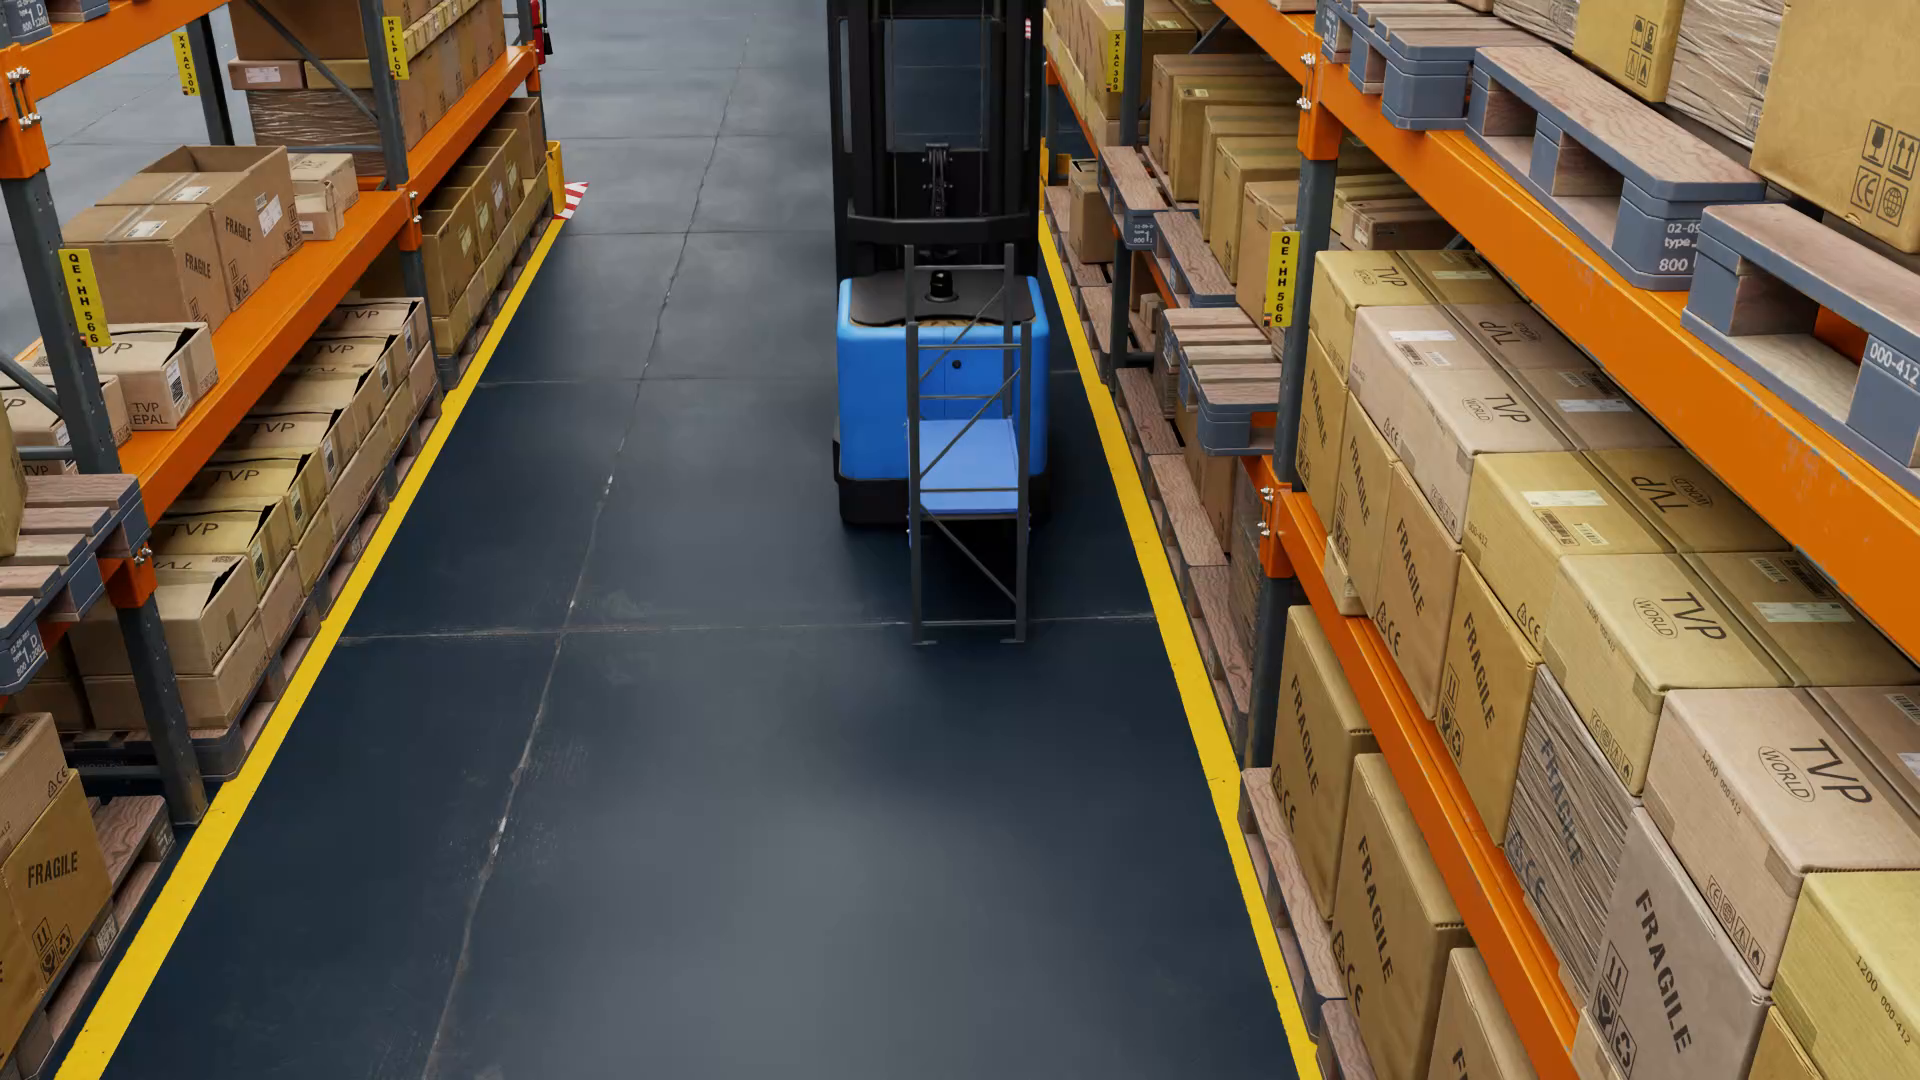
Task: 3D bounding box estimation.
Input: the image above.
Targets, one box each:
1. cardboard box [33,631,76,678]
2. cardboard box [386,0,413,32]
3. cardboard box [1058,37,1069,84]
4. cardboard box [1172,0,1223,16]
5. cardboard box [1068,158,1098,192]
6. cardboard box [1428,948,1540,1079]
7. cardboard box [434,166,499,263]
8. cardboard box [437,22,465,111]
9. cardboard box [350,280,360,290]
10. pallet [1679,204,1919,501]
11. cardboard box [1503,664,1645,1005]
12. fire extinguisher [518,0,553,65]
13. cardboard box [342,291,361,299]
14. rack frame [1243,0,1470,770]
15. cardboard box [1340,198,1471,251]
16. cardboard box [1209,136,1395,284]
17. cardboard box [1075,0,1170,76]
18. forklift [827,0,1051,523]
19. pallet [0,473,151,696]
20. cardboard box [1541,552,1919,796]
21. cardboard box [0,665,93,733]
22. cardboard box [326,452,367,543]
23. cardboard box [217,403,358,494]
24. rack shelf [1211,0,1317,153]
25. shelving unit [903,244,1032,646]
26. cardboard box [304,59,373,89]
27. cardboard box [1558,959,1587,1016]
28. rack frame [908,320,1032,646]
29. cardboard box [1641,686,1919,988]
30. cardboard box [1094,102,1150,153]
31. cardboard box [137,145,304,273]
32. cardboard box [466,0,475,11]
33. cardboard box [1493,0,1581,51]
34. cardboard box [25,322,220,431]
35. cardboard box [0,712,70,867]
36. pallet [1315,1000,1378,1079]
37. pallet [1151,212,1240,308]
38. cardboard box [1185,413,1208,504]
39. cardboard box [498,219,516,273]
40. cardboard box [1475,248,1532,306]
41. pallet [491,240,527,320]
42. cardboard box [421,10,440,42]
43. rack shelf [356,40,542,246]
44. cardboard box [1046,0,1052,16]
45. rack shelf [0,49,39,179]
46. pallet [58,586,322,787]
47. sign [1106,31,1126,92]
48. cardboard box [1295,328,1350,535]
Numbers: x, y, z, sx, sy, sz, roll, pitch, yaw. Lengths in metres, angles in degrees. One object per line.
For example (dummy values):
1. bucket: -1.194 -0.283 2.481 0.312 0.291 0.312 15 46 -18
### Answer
1. cardboard box: -3.615 0.272 6.397 0.500 0.311 0.500 -1 28 -1
2. cardboard box: -3.608 -3.181 9.594 0.700 0.500 0.500 -1 28 -3
3. cardboard box: 0.957 -3.326 11.524 0.500 0.250 0.500 -2 28 -3
4. cardboard box: 1.557 -2.980 10.051 0.500 0.500 0.500 -2 28 -3
5. cardboard box: 1.133 -2.773 12.755 0.500 0.311 0.500 -4 28 -8
6. cardboard box: 1.600 1.509 3.983 0.750 0.750 0.750 -1 28 -1
7. cardboard box: -3.315 -2.106 10.753 0.500 0.500 0.500 -1 28 -3
8. cardboard box: -3.665 -3.084 10.811 0.700 0.500 0.500 -1 28 -1
9. cardboard box: -3.808 -1.863 10.286 0.500 0.500 0.500 -1 28 -3
10. pallet: 1.716 -0.217 2.386 0.805 0.209 1.217 -2 28 -5
11. cardboard box: 1.483 0.590 3.423 0.500 0.500 0.500 -1 28 -3
12. fire extinguisher: -3.302 -4.002 12.763 0.296 0.674 0.183 -1 28 -3
13. cardboard box: -3.793 -1.299 10.016 0.500 0.250 0.500 -1 28 -3
14. rack frame: 1.605 -0.397 5.768 1.000 3.000 0.127 -1 28 -3
15. cardboard box: 1.557 -1.083 5.797 0.380 0.149 0.250 -5 28 -9
16. cardboard box: 1.483 -1.428 7.161 0.700 0.500 0.500 -1 28 -3
17. cardboard box: 1.015 -3.193 10.459 0.500 0.500 0.500 -2 28 -4
18. forklift: -0.135 -2.025 8.963 1.130 2.935 3.031 -1 28 -2
19. pallet: -3.237 0.120 4.983 1.213 0.211 1.003 -1 28 -3
20. cardboard box: 1.490 0.251 3.263 0.500 0.250 0.500 -1 28 -2
21. cardboard box: -3.613 0.520 6.529 0.500 0.250 0.500 -1 28 -1
22. cardboard box: -3.163 -0.201 7.911 0.500 0.250 0.500 -1 28 -2
23. cardboard box: -3.164 -0.456 7.793 0.500 0.311 0.500 -2 28 -3
24. rack shelf: 1.500 -2.332 7.012 1.077 0.370 4.000 -1 28 -3
25. shelving unit: 0.018 -0.443 7.478 0.538 1.500 1.048 -1 28 -2
26. cardboard box: -3.372 -2.584 9.151 0.380 0.149 0.250 -1 28 -3
27. cardboard box: 1.489 0.931 3.470 0.380 0.149 0.250 -1 28 -3
28. rack frame: 0.039 -0.208 7.027 0.500 1.500 0.032 -1 28 -2
29. cardboard box: 1.517 0.486 2.811 0.500 0.250 0.500 -1 28 -2
30. cardboard box: 1.068 -2.398 9.745 0.500 0.250 0.500 -1 28 -3
31. cardboard box: -3.500 -1.569 7.907 0.500 0.500 0.500 1 28 1
32. cardboard box: -3.496 -3.654 11.203 0.380 0.149 0.250 -1 28 -1
33. cardboard box: 1.767 -1.501 4.056 0.700 0.500 0.500 -3 28 -5
34. cardboard box: -3.195 -0.654 6.357 0.500 0.311 0.500 -2 28 -3
35. cardboard box: -3.052 0.757 4.971 0.500 0.250 0.500 0 28 -1
36. pallet: 1.631 1.767 4.634 1.003 0.211 1.213 -1 28 -3
37. pallet: 1.460 -1.225 7.563 1.003 0.211 1.213 -1 28 -3
38. cardboard box: 1.514 -0.518 8.226 0.700 0.500 0.500 -1 28 -2
39. cardboard box: -3.346 -2.005 11.369 0.500 0.250 0.500 -1 28 -3
40. cardboard box: 1.887 -0.712 5.109 0.500 0.250 0.500 -1 28 -1
41. pallet: -3.617 -1.820 11.511 1.003 0.211 1.213 -1 28 -3
42. cardboard box: -3.443 -3.179 10.292 0.380 0.149 0.250 -2 28 -4
43. rack shelf: -3.655 -2.728 11.014 1.077 0.370 4.000 -1 28 -3
44. cardboard box: 0.912 -4.139 12.272 0.500 0.500 0.500 -1 28 -3
45. rack shelf: -3.238 -0.363 3.237 1.077 0.370 4.000 -1 28 -3
46. pallet: -3.346 0.579 6.911 1.003 0.211 1.213 -1 28 -3
47. sign: 0.854 -2.612 9.078 0.100 0.325 0.005 -1 28 -3
48. cardboard box: 1.374 -0.352 5.230 0.500 0.500 0.500 -1 28 -1
